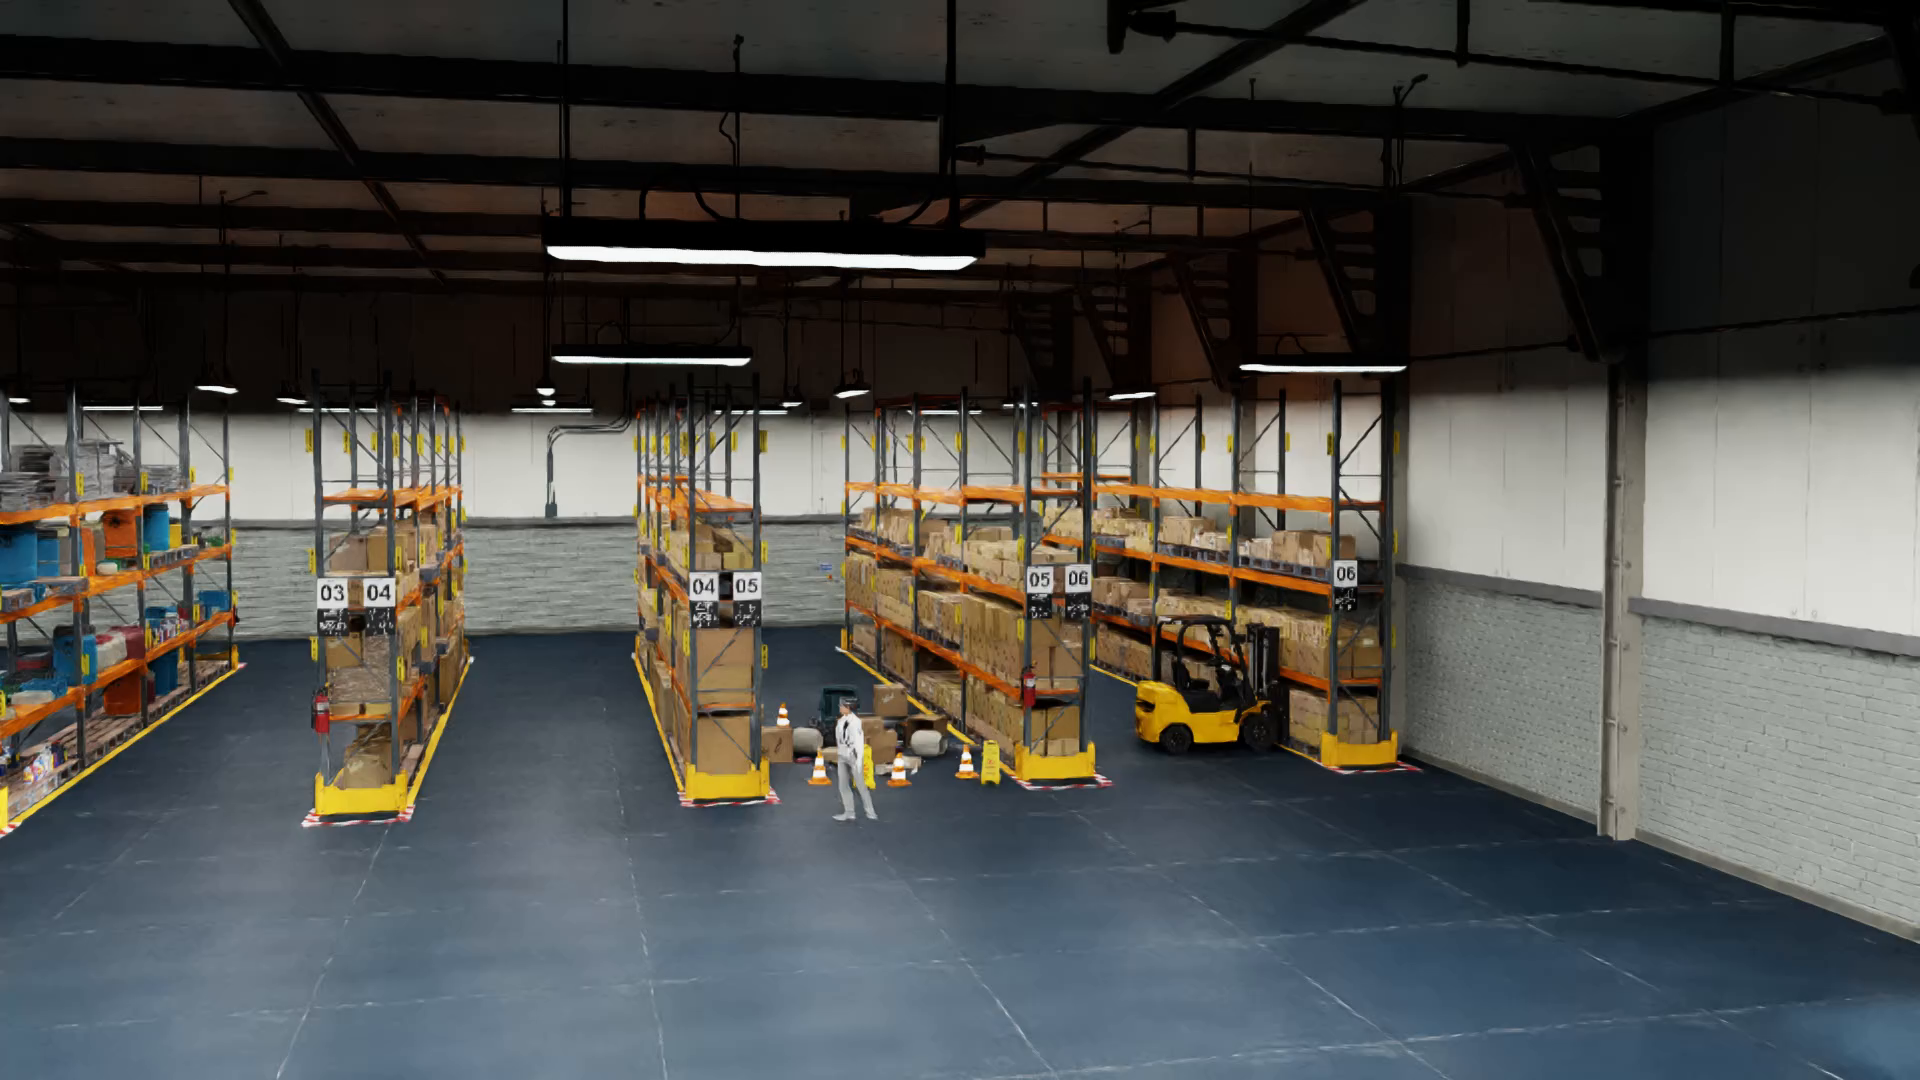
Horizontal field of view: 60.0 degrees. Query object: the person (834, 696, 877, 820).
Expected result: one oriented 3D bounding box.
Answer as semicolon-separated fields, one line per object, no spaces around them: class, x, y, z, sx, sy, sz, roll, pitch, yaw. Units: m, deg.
person;-1.404;2.897;22.187;0.515;1.666;0.568;-3;4;-38
